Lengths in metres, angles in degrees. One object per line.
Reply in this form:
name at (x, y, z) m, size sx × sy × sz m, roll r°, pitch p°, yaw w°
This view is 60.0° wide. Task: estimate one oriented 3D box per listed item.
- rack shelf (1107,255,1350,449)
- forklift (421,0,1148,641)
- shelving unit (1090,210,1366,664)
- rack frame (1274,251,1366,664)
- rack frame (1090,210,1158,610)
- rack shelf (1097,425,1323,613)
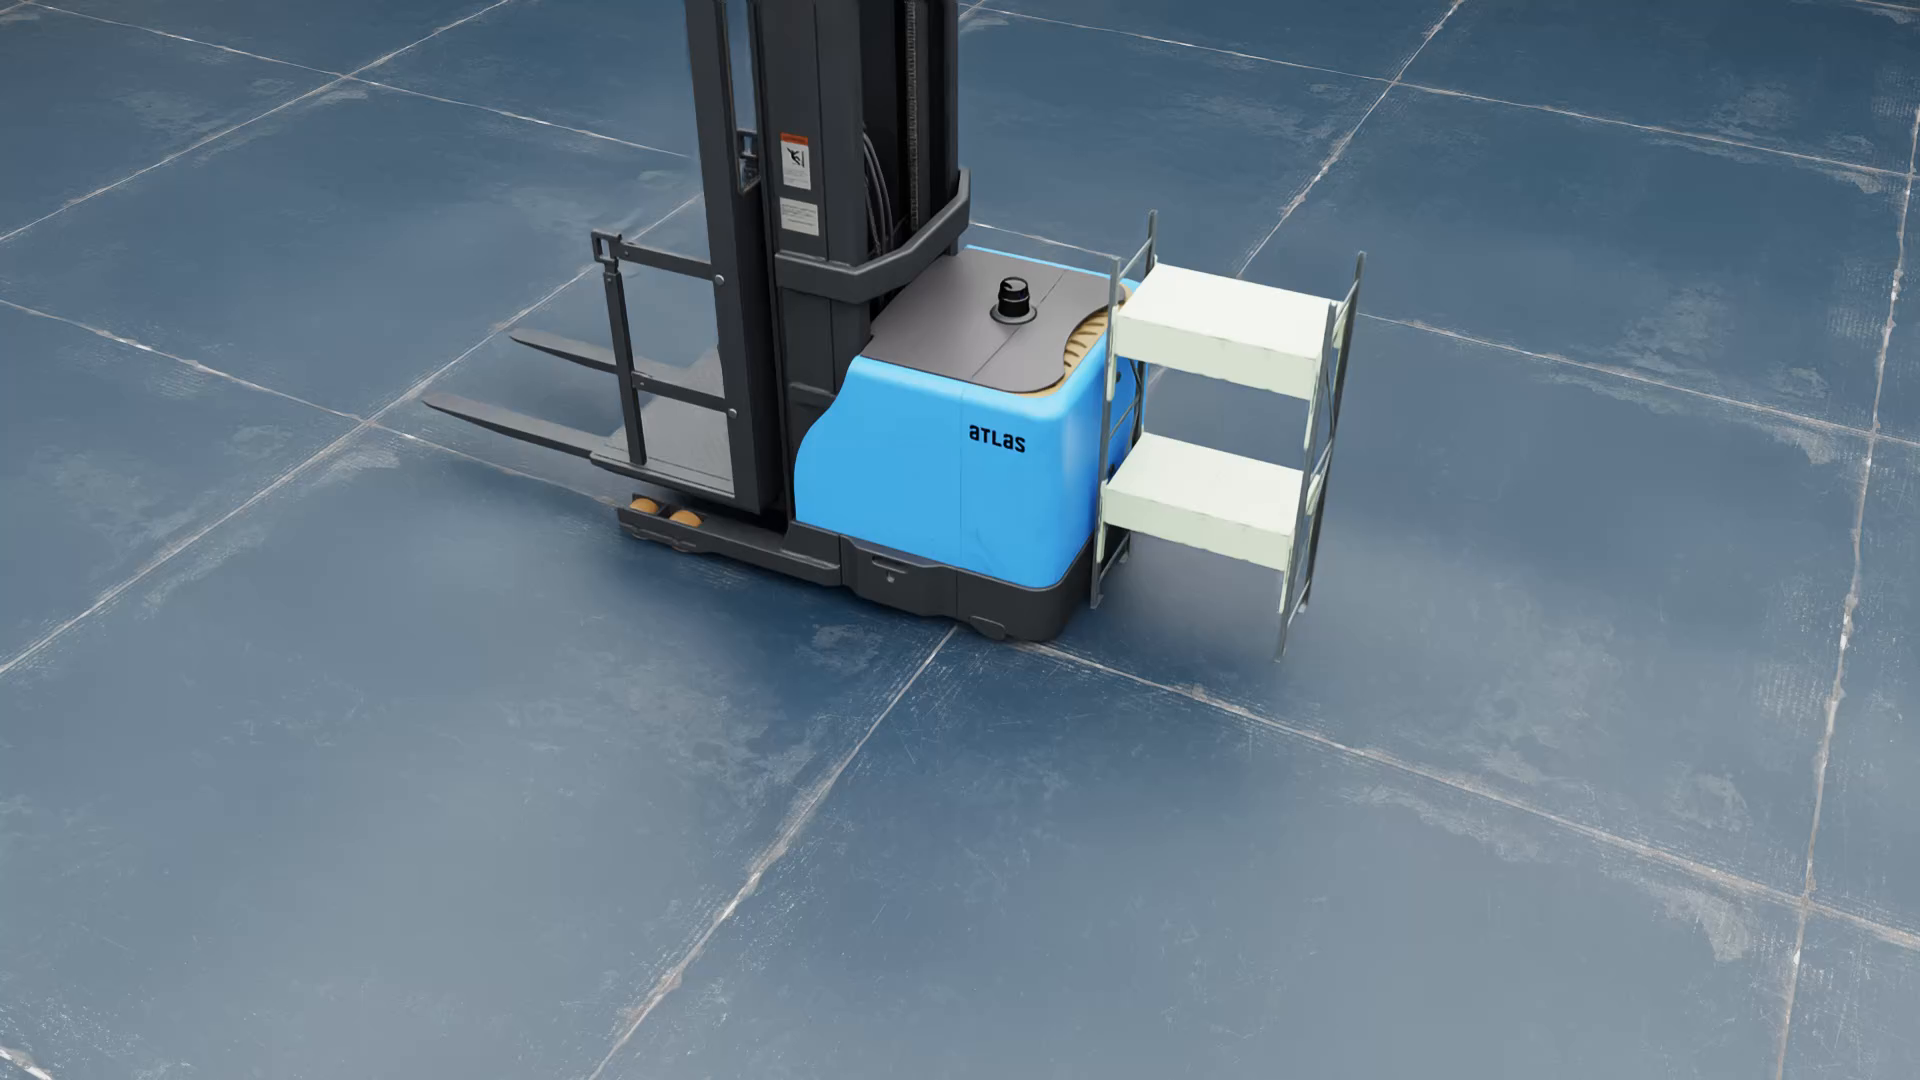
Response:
rack shelf at (0.926, -0.656, 5.729) m, size 0.720 × 0.370 × 0.431 m, roll 16°, pitch 40°, yaw 20°
forklift at (-0.818, -1.391, 6.158) m, size 3.031 × 2.935 × 1.130 m, roll 16°, pitch 40°, yaw 20°
shelving unit at (0.926, -0.346, 5.965) m, size 0.755 × 1.500 × 0.431 m, roll 16°, pitch 40°, yaw 20°
rack frame at (1.257, -0.252, 5.841) m, size 0.023 × 1.500 × 0.400 m, roll 16°, pitch 40°, yaw 20°
rack frame at (0.594, -0.439, 6.088) m, size 0.023 × 1.500 × 0.400 m, roll 16°, pitch 40°, yaw 20°
rack shelf at (0.926, -0.086, 6.162) m, size 0.720 × 0.370 × 0.431 m, roll 16°, pitch 40°, yaw 20°
